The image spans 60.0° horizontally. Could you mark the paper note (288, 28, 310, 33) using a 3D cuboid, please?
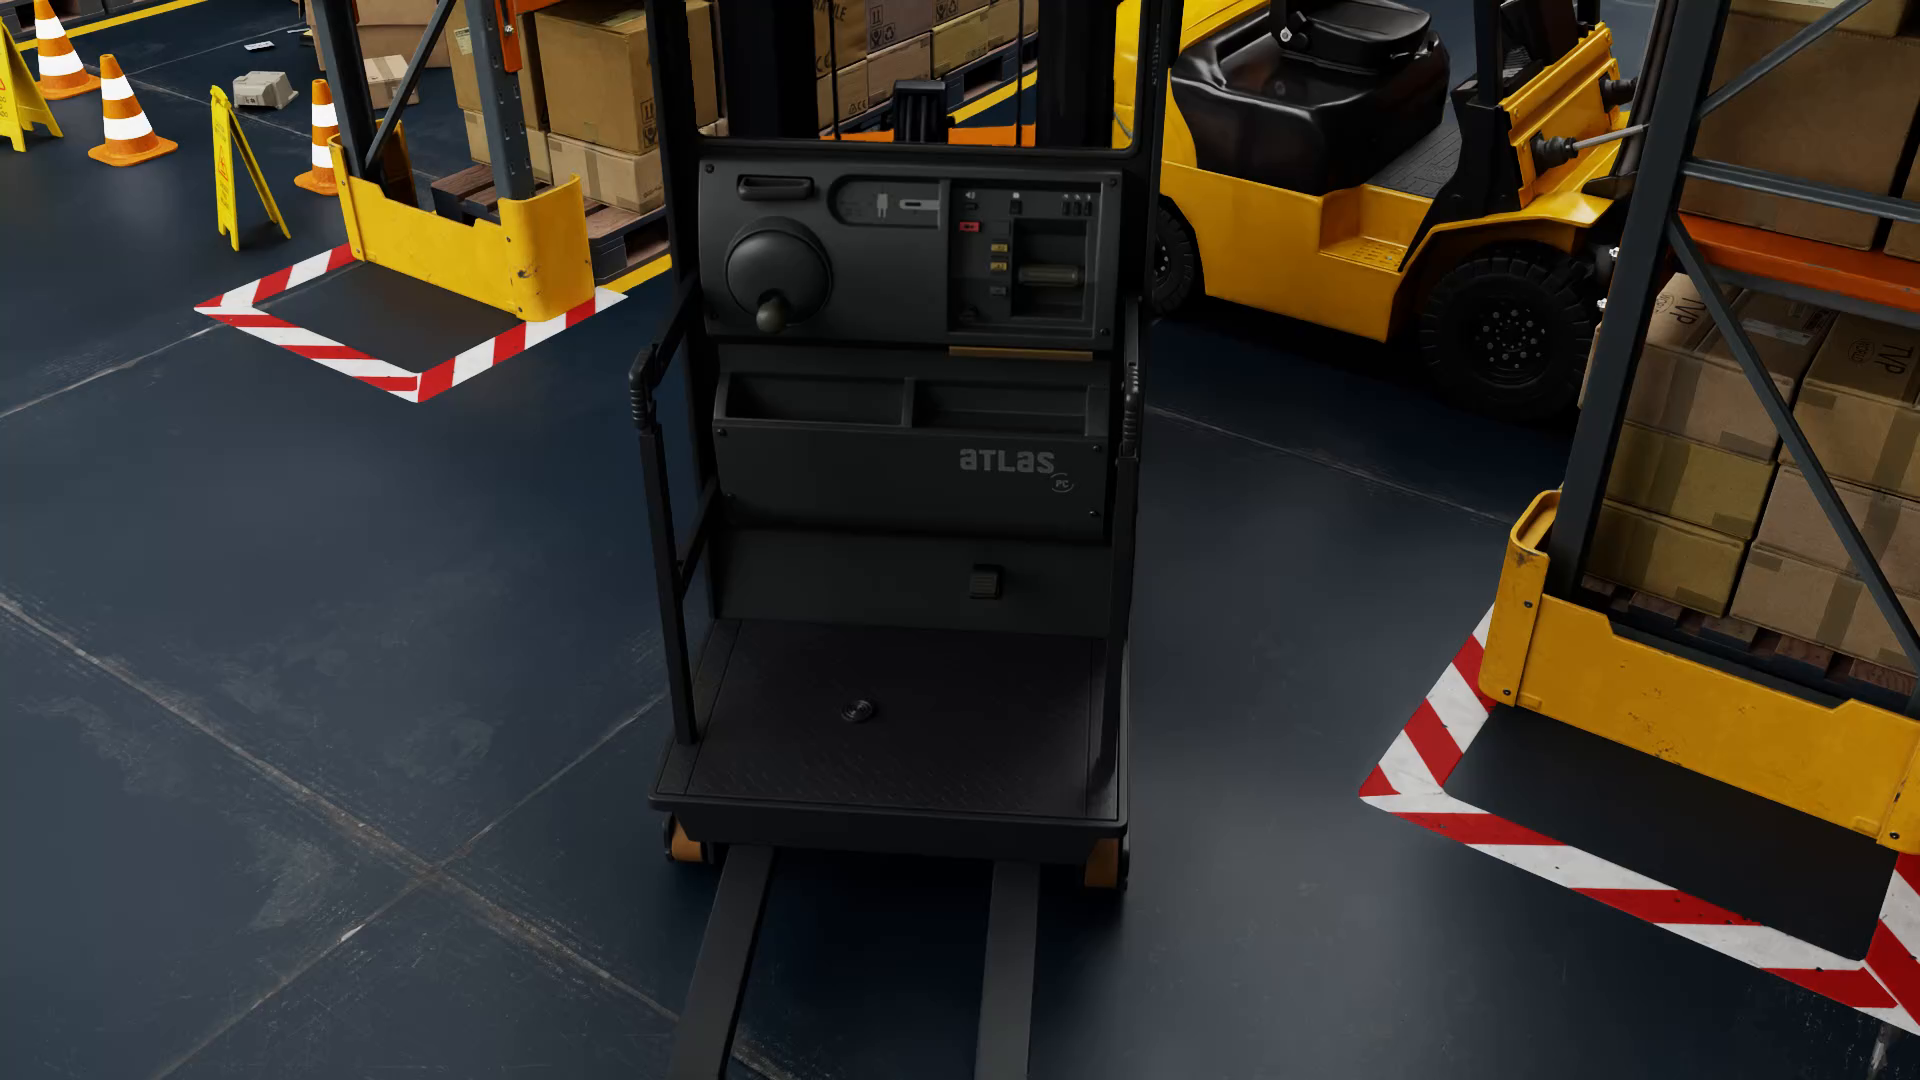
[{"bbox_3d":[-3.810,-2.937,9.584,0.123,0.001,0.032,-15,37,-21],"label":"paper note"}]

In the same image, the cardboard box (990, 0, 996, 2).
[{"bbox_3d":[0.097,-3.139,8.624,0.500,0.500,0.500,21,39,28],"label":"cardboard box"}]

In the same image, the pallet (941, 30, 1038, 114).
[{"bbox_3d":[-0.140,-2.676,9.019,1.003,0.211,1.213,21,39,28],"label":"pallet"}]

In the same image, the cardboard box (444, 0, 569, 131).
[{"bbox_3d":[-1.824,-2.108,7.100,0.500,0.500,0.500,22,40,28],"label":"cardboard box"}]

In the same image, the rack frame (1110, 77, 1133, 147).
[{"bbox_3d":[0.526,-0.929,5.620,0.032,1.125,0.500,-4,34,-5],"label":"rack frame"}]

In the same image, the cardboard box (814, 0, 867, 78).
[{"bbox_3d":[-0.779,-2.421,7.562,0.500,0.500,0.500,22,40,29],"label":"cardboard box"}]

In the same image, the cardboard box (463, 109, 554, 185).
[{"bbox_3d":[-1.813,-1.815,7.335,0.500,0.250,0.500,21,39,28],"label":"cardboard box"}]

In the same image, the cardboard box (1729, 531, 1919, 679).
[{"bbox_3d":[2.454,0.075,4.542,0.500,0.250,0.500,21,40,28],"label":"cardboard box"}]

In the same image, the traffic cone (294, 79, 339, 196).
[{"bbox_3d":[-2.881,-1.870,7.602,0.336,0.463,0.334,21,39,28],"label":"traffic cone"}]

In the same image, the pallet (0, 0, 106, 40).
[{"bbox_3d":[-5.799,-3.083,9.621,1.003,0.211,1.213,21,39,28],"label":"pallet"}]

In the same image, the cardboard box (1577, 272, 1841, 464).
[{"bbox_3d":[2.019,-0.488,4.480,0.500,0.250,0.500,23,40,30],"label":"cardboard box"}]

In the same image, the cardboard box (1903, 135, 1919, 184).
[{"bbox_3d":[2.381,-1.315,4.427,0.500,0.500,0.500,23,40,30],"label":"cardboard box"}]

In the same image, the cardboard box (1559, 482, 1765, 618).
[{"bbox_3d":[2.021,-0.079,4.769,0.500,0.250,0.500,22,40,28],"label":"cardboard box"}]

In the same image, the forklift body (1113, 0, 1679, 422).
[{"bbox_3d":[1.596,-1.831,6.037,2.313,2.155,1.214,21,39,28],"label":"forklift body"}]

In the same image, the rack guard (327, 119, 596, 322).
[{"bbox_3d":[-2.023,-1.310,6.741,1.175,0.500,0.348,21,39,28],"label":"rack guard"}]

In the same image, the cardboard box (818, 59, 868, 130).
[{"bbox_3d":[-0.782,-2.116,7.781,0.500,0.250,0.500,24,41,31],"label":"cardboard box"}]

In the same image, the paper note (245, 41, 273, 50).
[{"bbox_3d":[-3.926,-2.775,9.327,0.142,0.017,0.144,-22,40,-29],"label":"paper note"}]

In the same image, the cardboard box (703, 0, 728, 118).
[{"bbox_3d":[-1.072,-2.192,7.224,0.500,0.500,0.500,20,39,27],"label":"cardboard box"}]

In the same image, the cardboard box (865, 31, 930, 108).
[{"bbox_3d":[-0.491,-2.348,8.124,0.500,0.250,0.500,22,40,29],"label":"cardboard box"}]

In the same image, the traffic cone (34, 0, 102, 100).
[{"bbox_3d":[-4.722,-2.585,8.660,0.336,0.463,0.334,21,39,28],"label":"traffic cone"}]

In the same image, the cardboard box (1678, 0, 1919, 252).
[{"bbox_3d":[2.078,-1.079,4.078,0.500,0.500,0.500,20,39,27],"label":"cardboard box"}]

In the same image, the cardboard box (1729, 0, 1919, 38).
[{"bbox_3d":[1.981,-1.286,3.806,0.380,0.149,0.250,22,40,29],"label":"cardboard box"}]

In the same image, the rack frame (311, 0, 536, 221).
[{"bbox_3d":[-2.067,-2.311,5.989,1.000,3.000,0.127,21,39,28],"label":"rack frame"}]

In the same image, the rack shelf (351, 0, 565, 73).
[{"bbox_3d":[-0.926,-2.933,7.552,1.077,0.370,4.000,21,39,28],"label":"rack shelf"}]

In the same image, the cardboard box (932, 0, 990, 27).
[{"bbox_3d":[-0.191,-2.904,8.277,0.500,0.500,0.500,22,40,29],"label":"cardboard box"}]

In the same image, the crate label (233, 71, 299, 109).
[{"bbox_3d":[-3.590,-2.314,8.550,0.250,0.136,0.298,3,34,4],"label":"crate label"}]

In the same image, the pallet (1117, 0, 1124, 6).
[{"bbox_3d":[0.657,-3.355,10.023,1.003,0.211,1.213,21,39,28],"label":"pallet"}]

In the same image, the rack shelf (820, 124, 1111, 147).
[{"bbox_3d":[0.021,-1.139,5.408,1.000,0.278,0.538,-4,34,-5],"label":"rack shelf"}]

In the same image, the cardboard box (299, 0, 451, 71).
[{"bbox_3d":[-3.145,-2.894,9.080,0.797,0.503,0.637,-3,34,-4],"label":"cardboard box"}]

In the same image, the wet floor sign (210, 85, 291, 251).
[{"bbox_3d":[-3.054,-1.590,7.025,0.232,0.644,0.267,-22,40,-29],"label":"wet floor sign"}]

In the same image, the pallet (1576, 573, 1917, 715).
[{"bbox_3d":[2.415,0.063,4.969,1.003,0.211,1.213,21,39,28],"label":"pallet"}]

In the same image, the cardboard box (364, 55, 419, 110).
[{"bbox_3d":[-2.979,-2.378,8.633,0.250,0.149,0.380,-15,37,-21],"label":"cardboard box"}]

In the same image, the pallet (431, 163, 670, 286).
[{"bbox_3d":[-1.531,-1.553,7.358,1.003,0.211,1.213,21,39,28],"label":"pallet"}]

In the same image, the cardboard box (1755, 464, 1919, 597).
[{"bbox_3d":[2.452,-0.119,4.382,0.500,0.250,0.500,22,40,29],"label":"cardboard box"}]

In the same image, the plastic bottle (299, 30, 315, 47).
[{"bbox_3d":[-3.616,-2.878,9.451,0.133,0.061,0.283,8,35,12],"label":"plastic bottle"}]

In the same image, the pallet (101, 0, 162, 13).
[{"bbox_3d":[-5.103,-3.642,10.447,1.003,0.211,1.213,21,39,28],"label":"pallet"}]

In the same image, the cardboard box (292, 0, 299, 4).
[{"bbox_3d":[-3.952,-3.609,10.139,0.500,0.500,0.500,29,44,36],"label":"cardboard box"}]

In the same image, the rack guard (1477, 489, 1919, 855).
[{"bbox_3d":[1.999,0.320,4.331,1.175,0.500,0.348,21,39,28],"label":"rack guard"}]

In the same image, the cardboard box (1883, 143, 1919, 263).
[{"bbox_3d":[2.524,-0.908,3.825,0.500,0.500,0.500,23,40,30],"label":"cardboard box"}]

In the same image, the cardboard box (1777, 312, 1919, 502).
[{"bbox_3d":[2.443,-0.337,4.257,0.500,0.250,0.500,21,39,28],"label":"cardboard box"}]

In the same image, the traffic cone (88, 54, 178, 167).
[{"bbox_3d":[-3.987,-2.068,7.895,0.336,0.463,0.334,21,39,28],"label":"traffic cone"}]

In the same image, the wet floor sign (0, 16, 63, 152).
[{"bbox_3d":[-4.581,-2.224,7.963,0.267,0.644,0.232,14,37,20],"label":"wet floor sign"}]

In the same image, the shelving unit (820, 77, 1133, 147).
[{"bbox_3d":[0.021,-0.897,5.572,1.048,1.125,0.538,-4,34,-5],"label":"shelving unit"}]

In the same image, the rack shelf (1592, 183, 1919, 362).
[{"bbox_3d":[3.153,-1.349,5.210,1.077,0.370,4.000,21,39,28],"label":"rack shelf"}]

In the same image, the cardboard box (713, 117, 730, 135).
[{"bbox_3d":[-1.082,-1.861,7.404,0.500,0.250,0.500,23,40,30],"label":"cardboard box"}]

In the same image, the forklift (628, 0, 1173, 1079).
[{"bbox_3d":[-0.130,-0.574,3.483,1.130,2.935,3.031,3,34,4],"label":"forklift"}]

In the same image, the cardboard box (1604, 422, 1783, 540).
[{"bbox_3d":[2.034,-0.293,4.639,0.500,0.250,0.500,21,39,28],"label":"cardboard box"}]

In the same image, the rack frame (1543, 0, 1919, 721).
[{"bbox_3d":[2.013,-0.727,3.647,1.000,3.000,0.127,21,39,28],"label":"rack frame"}]

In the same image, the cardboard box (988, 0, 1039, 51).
[{"bbox_3d":[0.098,-2.829,8.835,0.500,0.250,0.500,23,40,30],"label":"cardboard box"}]

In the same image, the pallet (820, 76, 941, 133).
[{"bbox_3d":[-0.835,-2.112,8.185,1.003,0.211,1.213,21,39,28],"label":"pallet"}]

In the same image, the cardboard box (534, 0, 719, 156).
[{"bbox_3d":[-1.367,-1.950,6.867,0.500,0.500,0.500,20,39,27],"label":"cardboard box"}]

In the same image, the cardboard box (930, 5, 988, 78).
[{"bbox_3d":[-0.198,-2.580,8.468,0.500,0.250,0.500,20,39,27],"label":"cardboard box"}]

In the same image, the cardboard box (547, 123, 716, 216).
[{"bbox_3d":[-1.380,-1.629,7.060,0.500,0.250,0.500,21,39,28],"label":"cardboard box"}]

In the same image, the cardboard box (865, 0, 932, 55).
[{"bbox_3d":[-0.481,-2.669,7.930,0.500,0.500,0.500,24,41,31],"label":"cardboard box"}]
